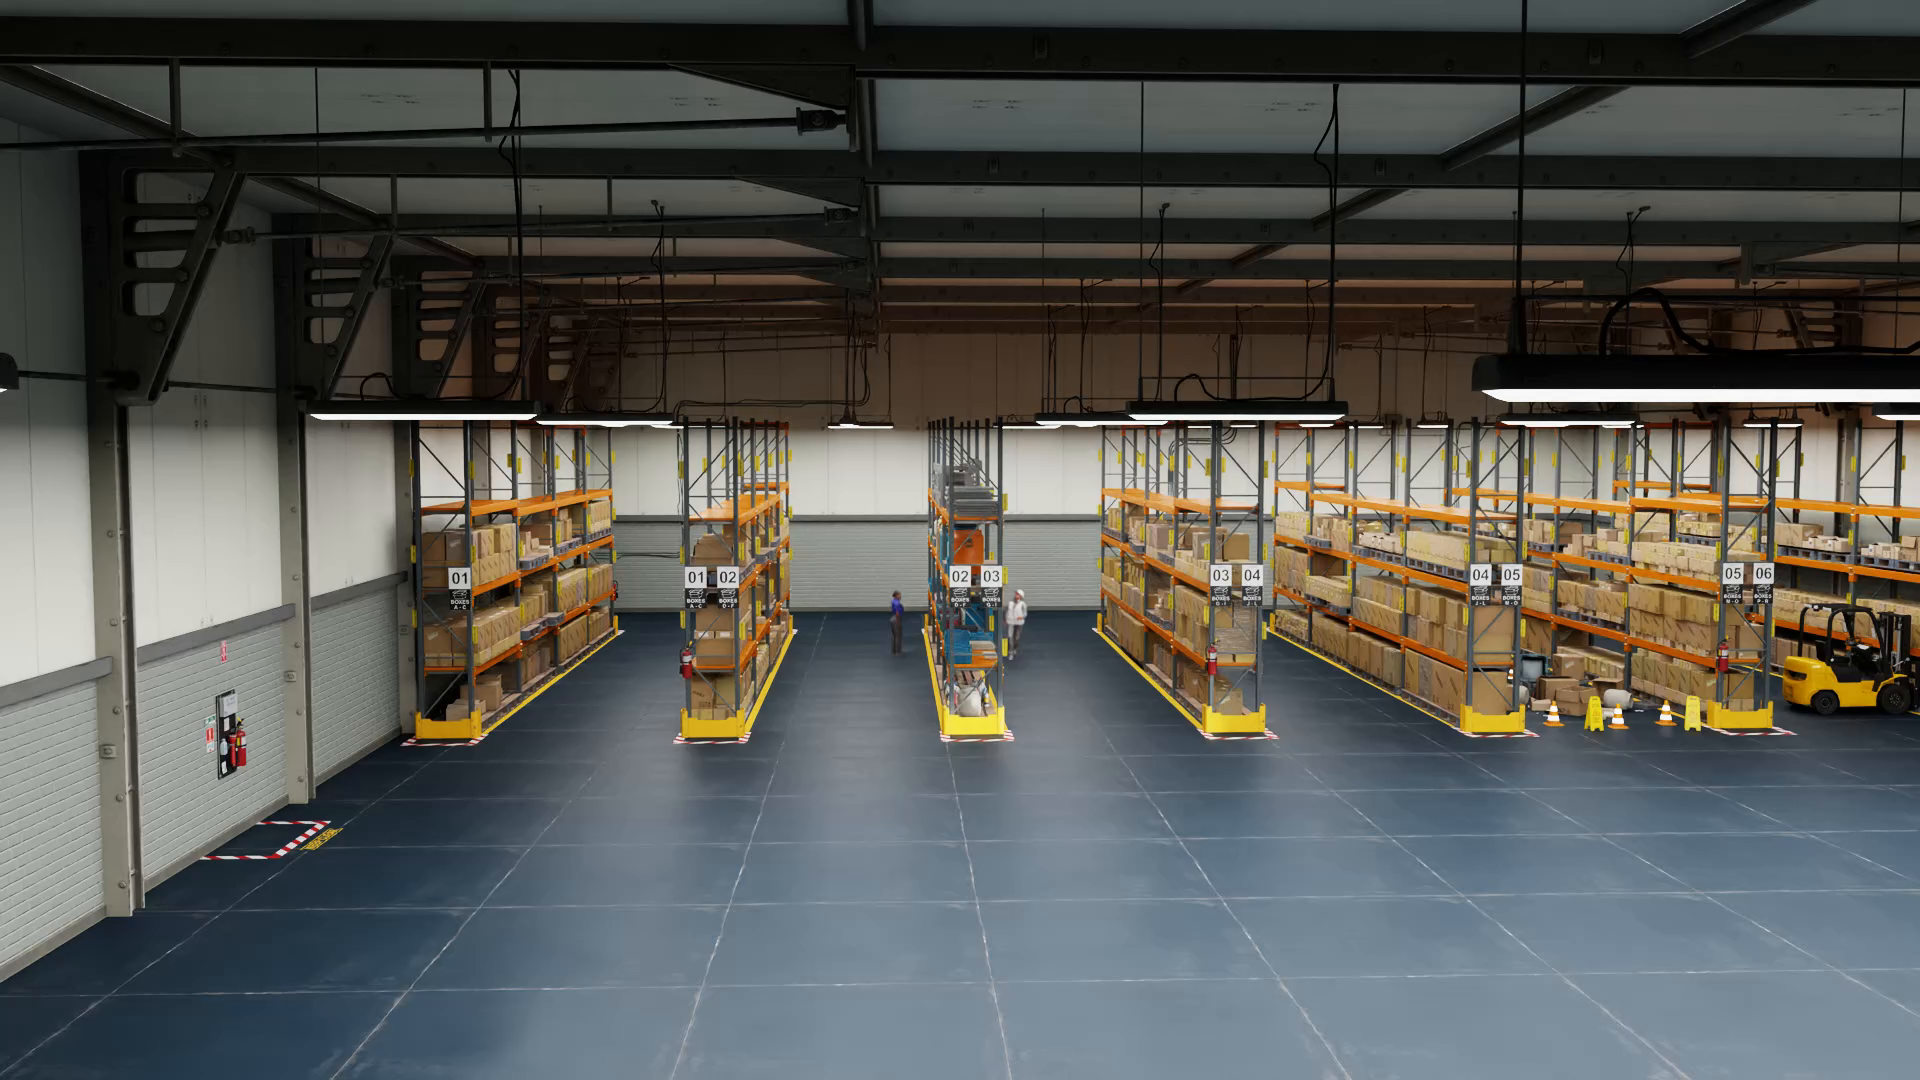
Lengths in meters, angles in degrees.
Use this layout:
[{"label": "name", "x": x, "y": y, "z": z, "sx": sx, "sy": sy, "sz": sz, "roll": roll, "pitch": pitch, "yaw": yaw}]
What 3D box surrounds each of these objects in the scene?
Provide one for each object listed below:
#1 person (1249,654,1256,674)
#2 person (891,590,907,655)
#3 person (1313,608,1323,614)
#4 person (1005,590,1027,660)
[{"label": "person", "x": 7.013, "y": 2.297, "z": 39.655, "sx": 0.429, "sy": 1.705, "sz": 0.557, "roll": -2, "pitch": 4, "yaw": -25}, {"label": "person", "x": -1.548, "y": 2.106, "z": 42.488, "sx": 0.370, "sy": 1.659, "sz": 0.515, "roll": -1, "pitch": 4, "yaw": -10}, {"label": "person", "x": 10.688, "y": 1.541, "z": 50.441, "sx": 0.577, "sy": 1.749, "sz": 0.585, "roll": -1, "pitch": 4, "yaw": -16}, {"label": "person", "x": 1.415, "y": 2.133, "z": 42.075, "sx": 0.540, "sy": 1.727, "sz": 0.983, "roll": 0, "pitch": 4, "yaw": -2}]
